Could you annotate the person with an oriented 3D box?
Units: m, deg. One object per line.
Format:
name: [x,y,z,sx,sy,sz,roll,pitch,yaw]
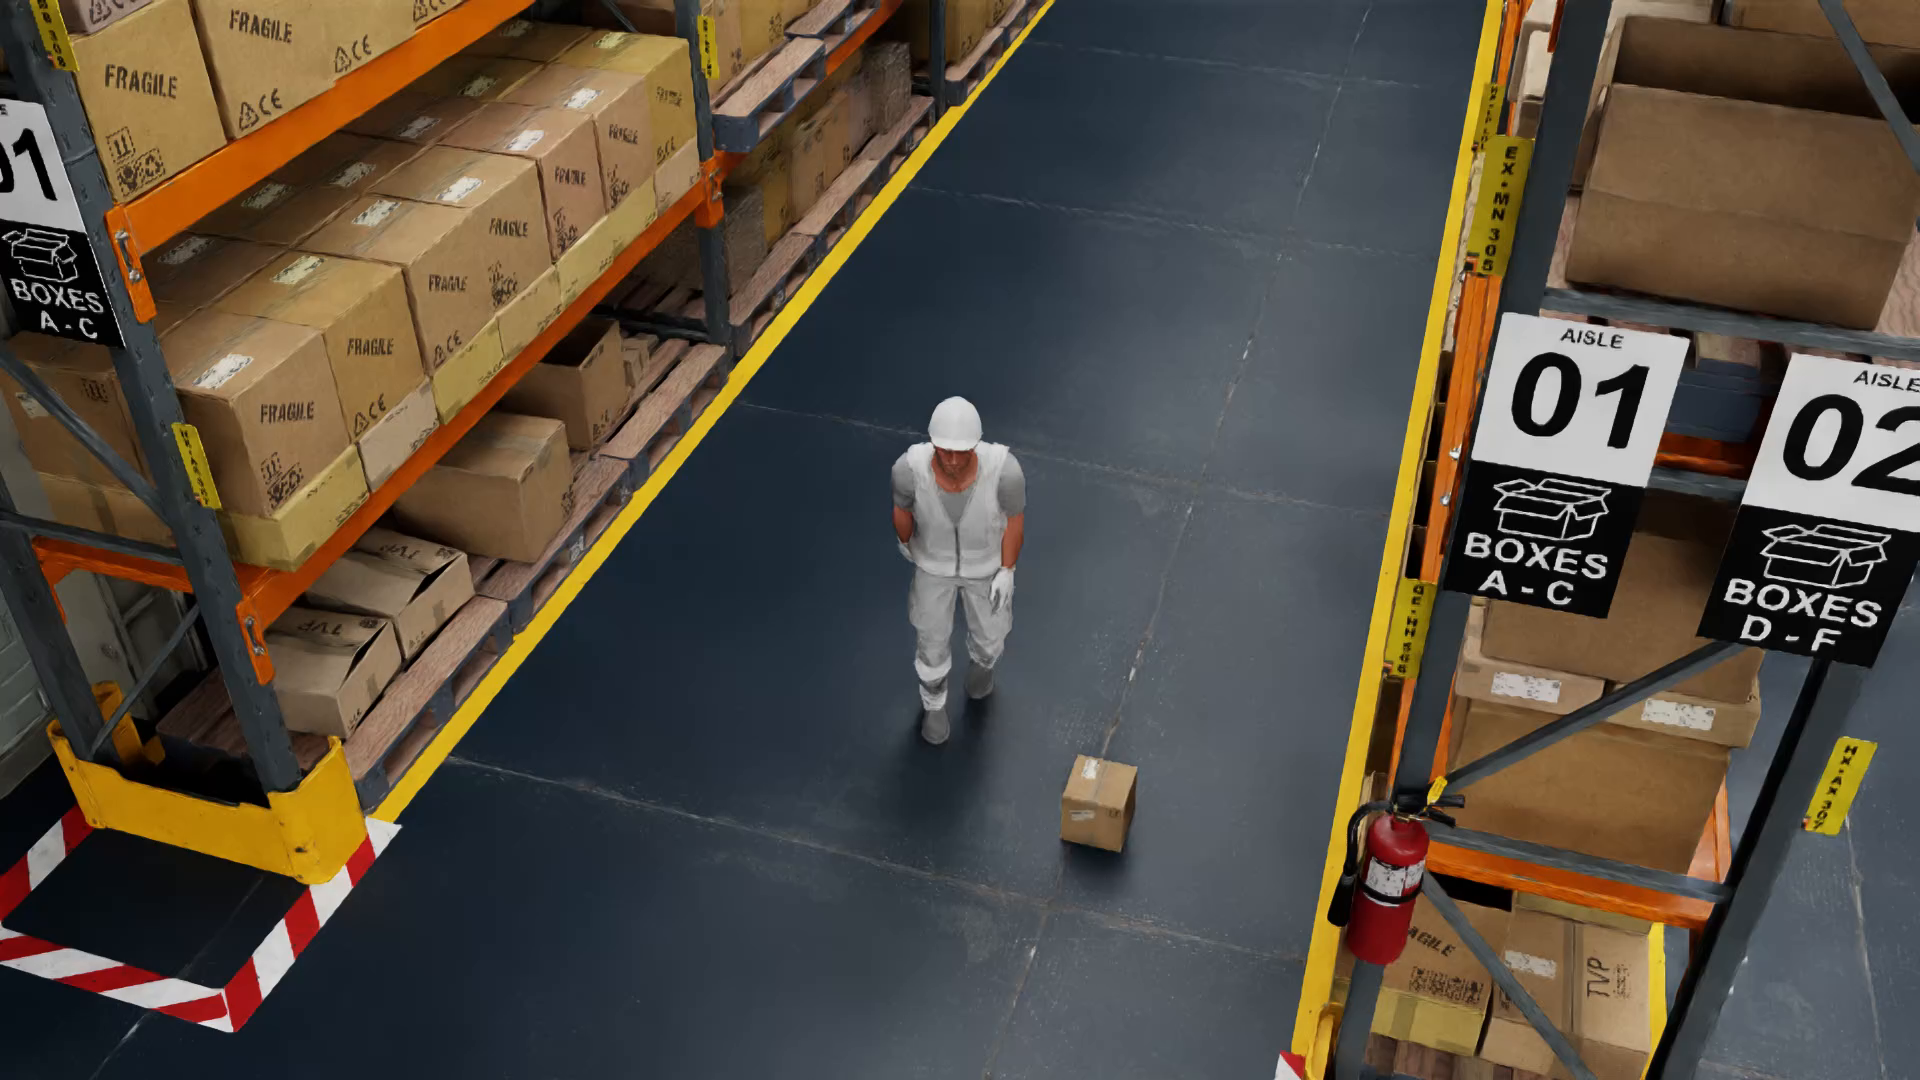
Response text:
person: [-0.007,0.093,6.769,0.535,1.757,0.683,0,37,0]
